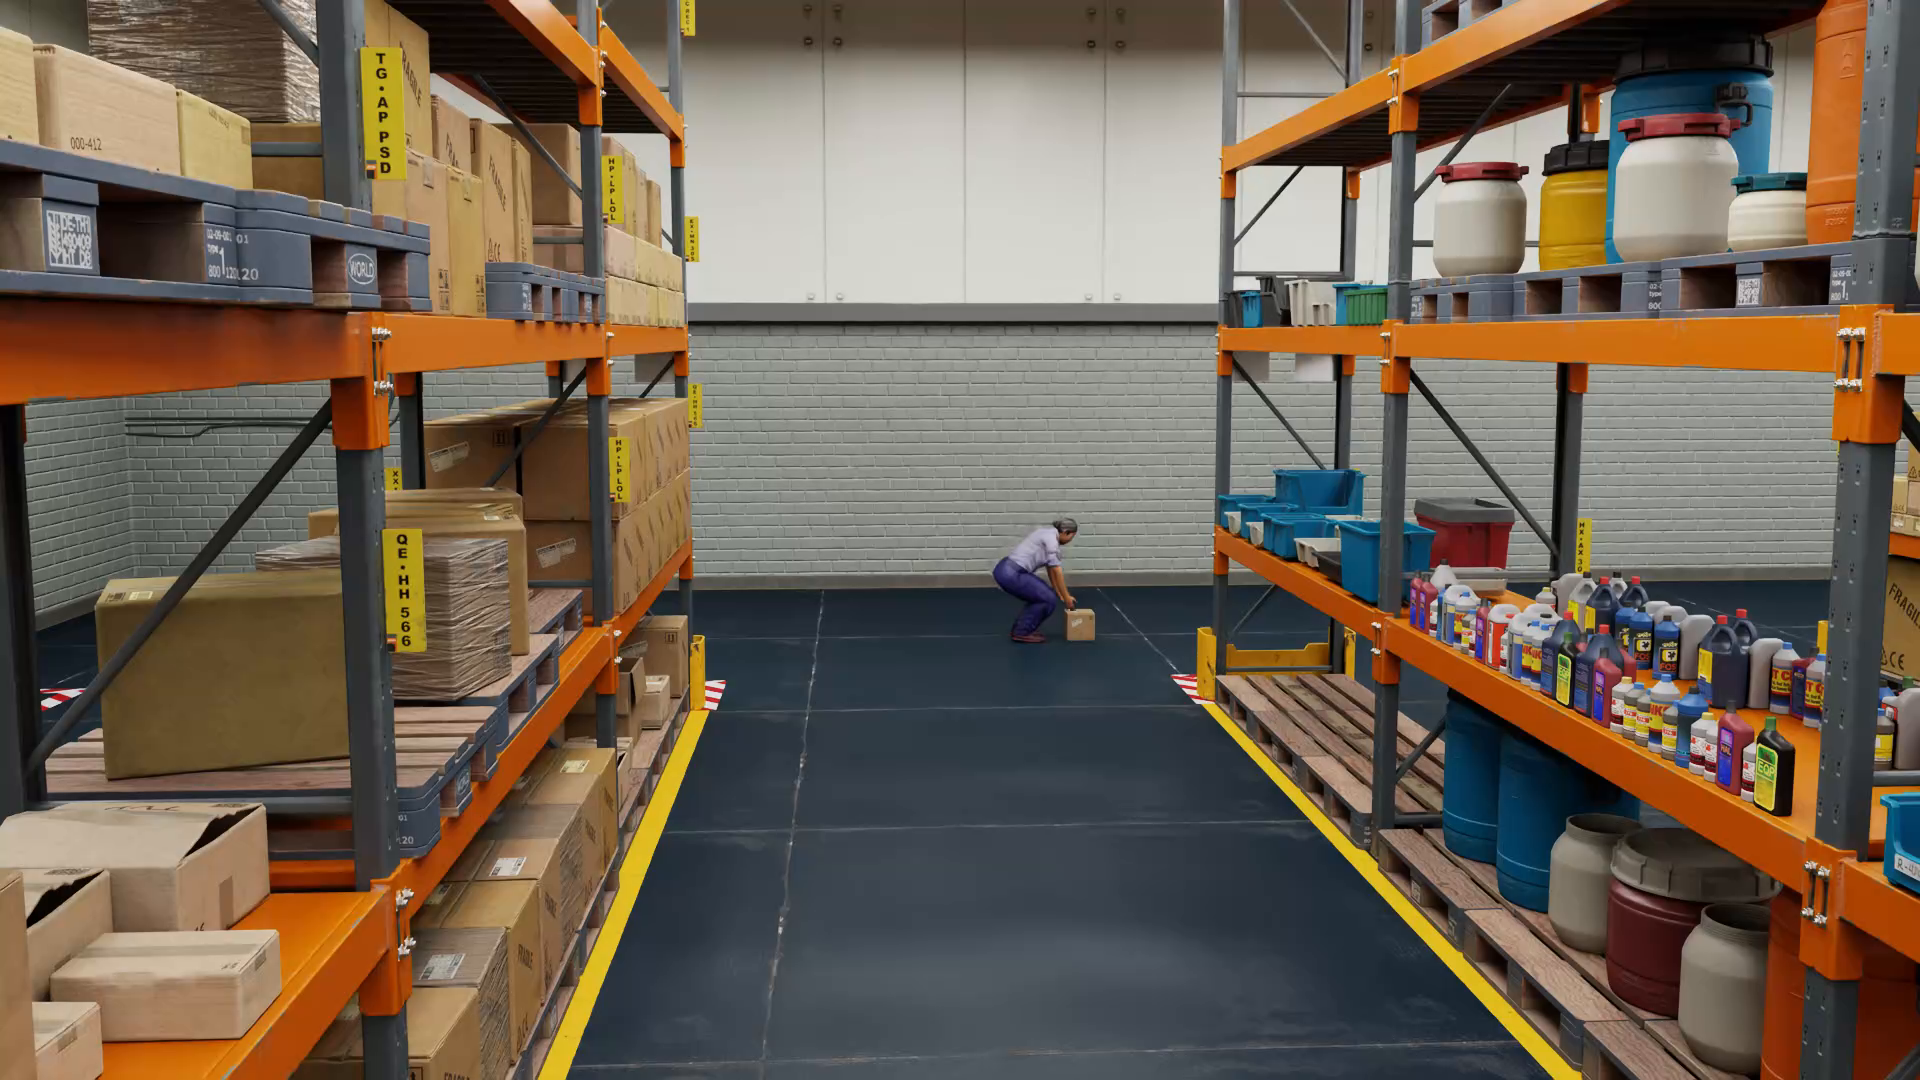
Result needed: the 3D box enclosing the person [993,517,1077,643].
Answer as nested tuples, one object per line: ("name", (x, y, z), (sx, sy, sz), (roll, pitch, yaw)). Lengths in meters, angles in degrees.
("person", (0.687, 0.353, 15.155), (0.771, 1.114, 0.540), (0, 7, -4))
